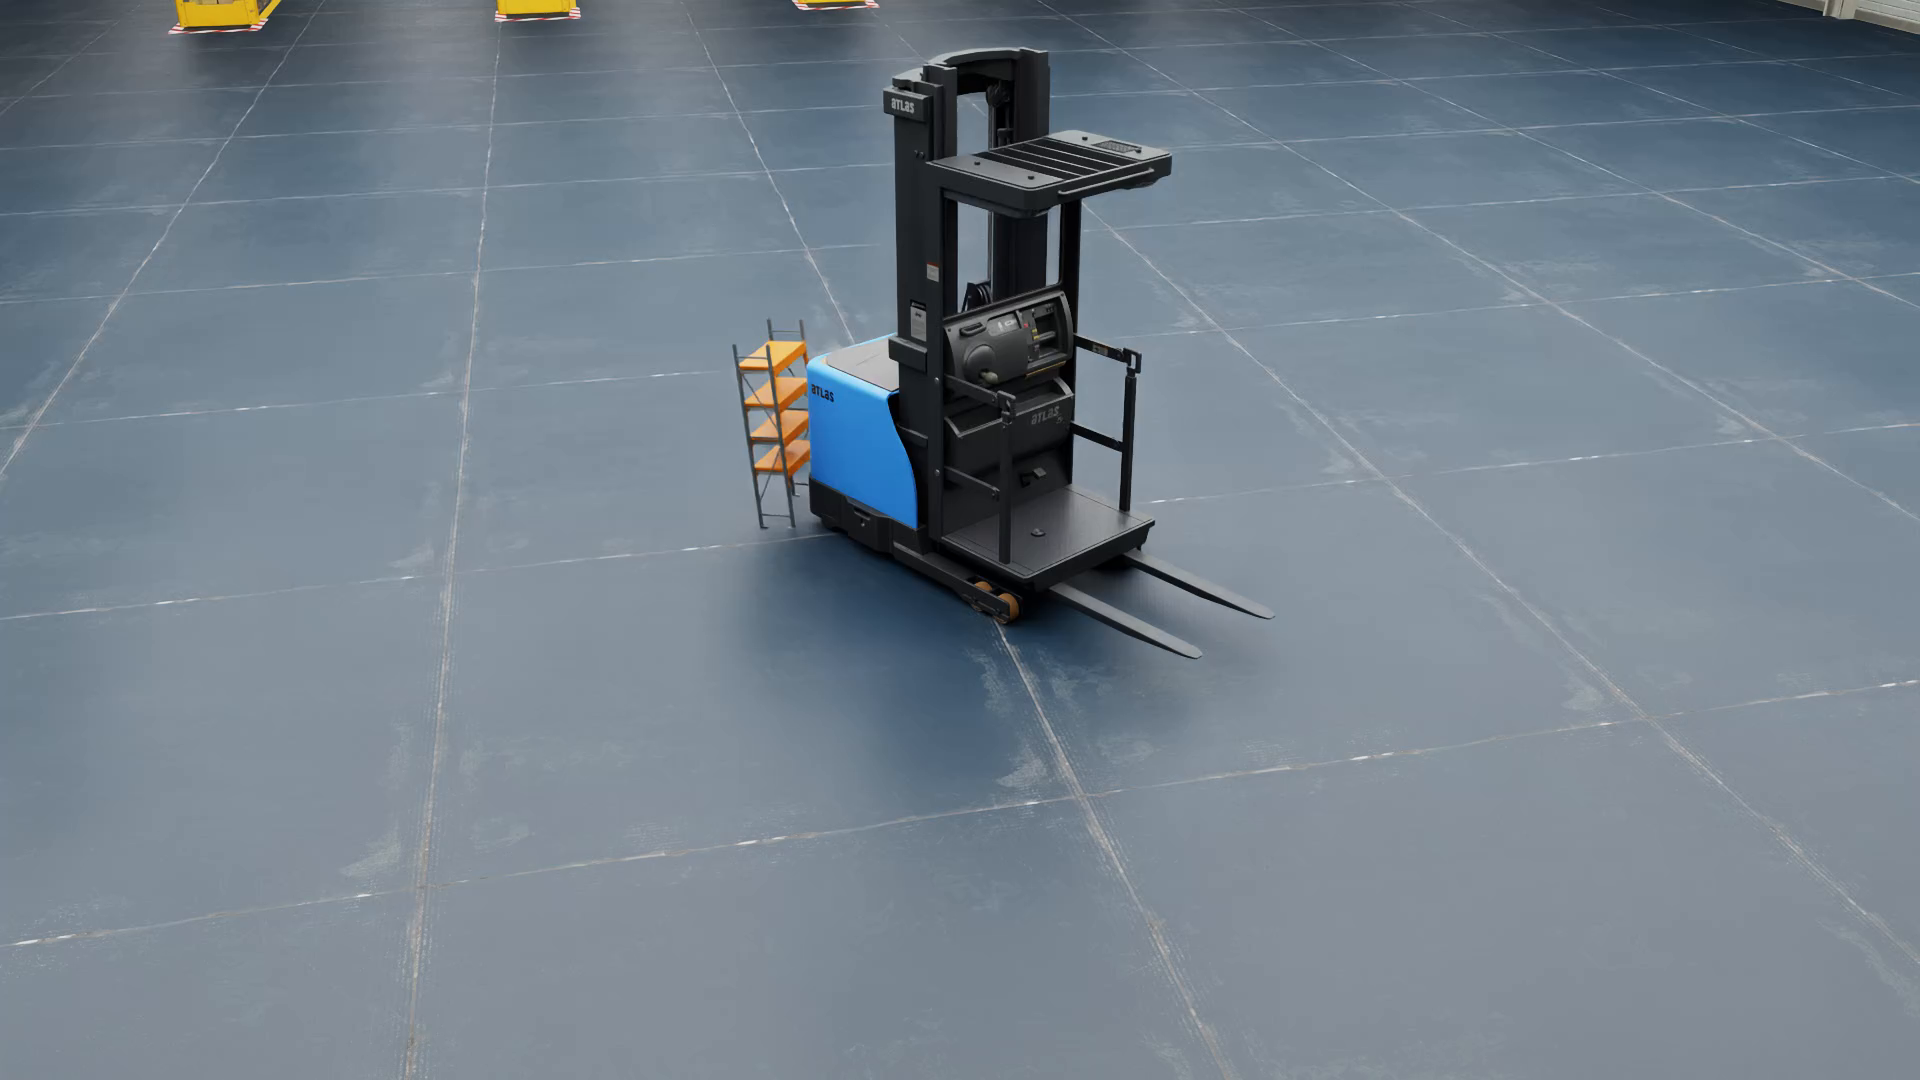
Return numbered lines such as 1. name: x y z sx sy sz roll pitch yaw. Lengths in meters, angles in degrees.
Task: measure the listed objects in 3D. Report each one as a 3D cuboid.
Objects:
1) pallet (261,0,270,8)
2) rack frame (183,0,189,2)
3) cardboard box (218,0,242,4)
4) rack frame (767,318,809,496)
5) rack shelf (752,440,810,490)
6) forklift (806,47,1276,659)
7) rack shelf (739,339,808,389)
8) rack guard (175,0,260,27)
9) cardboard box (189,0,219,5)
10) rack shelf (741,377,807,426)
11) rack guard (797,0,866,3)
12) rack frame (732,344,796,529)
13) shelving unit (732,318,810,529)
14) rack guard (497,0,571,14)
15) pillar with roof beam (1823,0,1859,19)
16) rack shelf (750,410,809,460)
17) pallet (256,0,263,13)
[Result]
1. pallet: -12.329 -9.233 28.309 1.003 0.211 1.213 -6 27 -12
2. rack frame: -11.845 -9.612 25.965 1.000 3.000 0.127 -6 27 -12
3. cardboard box: -11.749 -8.830 27.001 0.500 0.250 0.500 -6 27 -12
4. rack frame: -1.032 -0.827 10.533 0.240 1.200 0.015 4 26 19
5. rack shelf: -1.087 -0.483 10.439 0.258 0.148 0.480 4 26 19
6. forklift: 0.427 -1.102 9.180 1.130 2.935 3.031 -23 35 -37
7. rack shelf: -1.145 -1.078 10.161 0.258 0.148 0.480 4 26 19
8. rack guard: -11.839 -8.486 26.508 1.175 0.500 0.348 -6 27 -12
9. cardboard box: -12.254 -8.778 26.897 0.500 0.250 0.500 -6 27 -12
10. rack shelf: -1.124 -0.864 10.261 0.258 0.148 0.480 4 26 19
11. rack guard: -2.210 -9.534 28.584 1.175 0.500 0.348 -6 27 -12
12. rack frame: -1.189 -0.619 10.120 0.240 1.200 0.015 4 26 19
13. shelving unit: -1.110 -0.723 10.327 0.258 1.200 0.503 4 26 19
14. rack guard: -7.081 -9.026 27.578 1.175 0.500 0.348 -6 27 -12
15. pillar with roof beam: 10.177 -12.133 24.301 9.100 9.000 0.400 -6 27 -12
16. rack shelf: -1.105 -0.662 10.355 0.258 0.148 0.480 4 26 19
17. pallet: -12.058 -8.699 27.250 1.003 0.211 1.213 -6 27 -12
